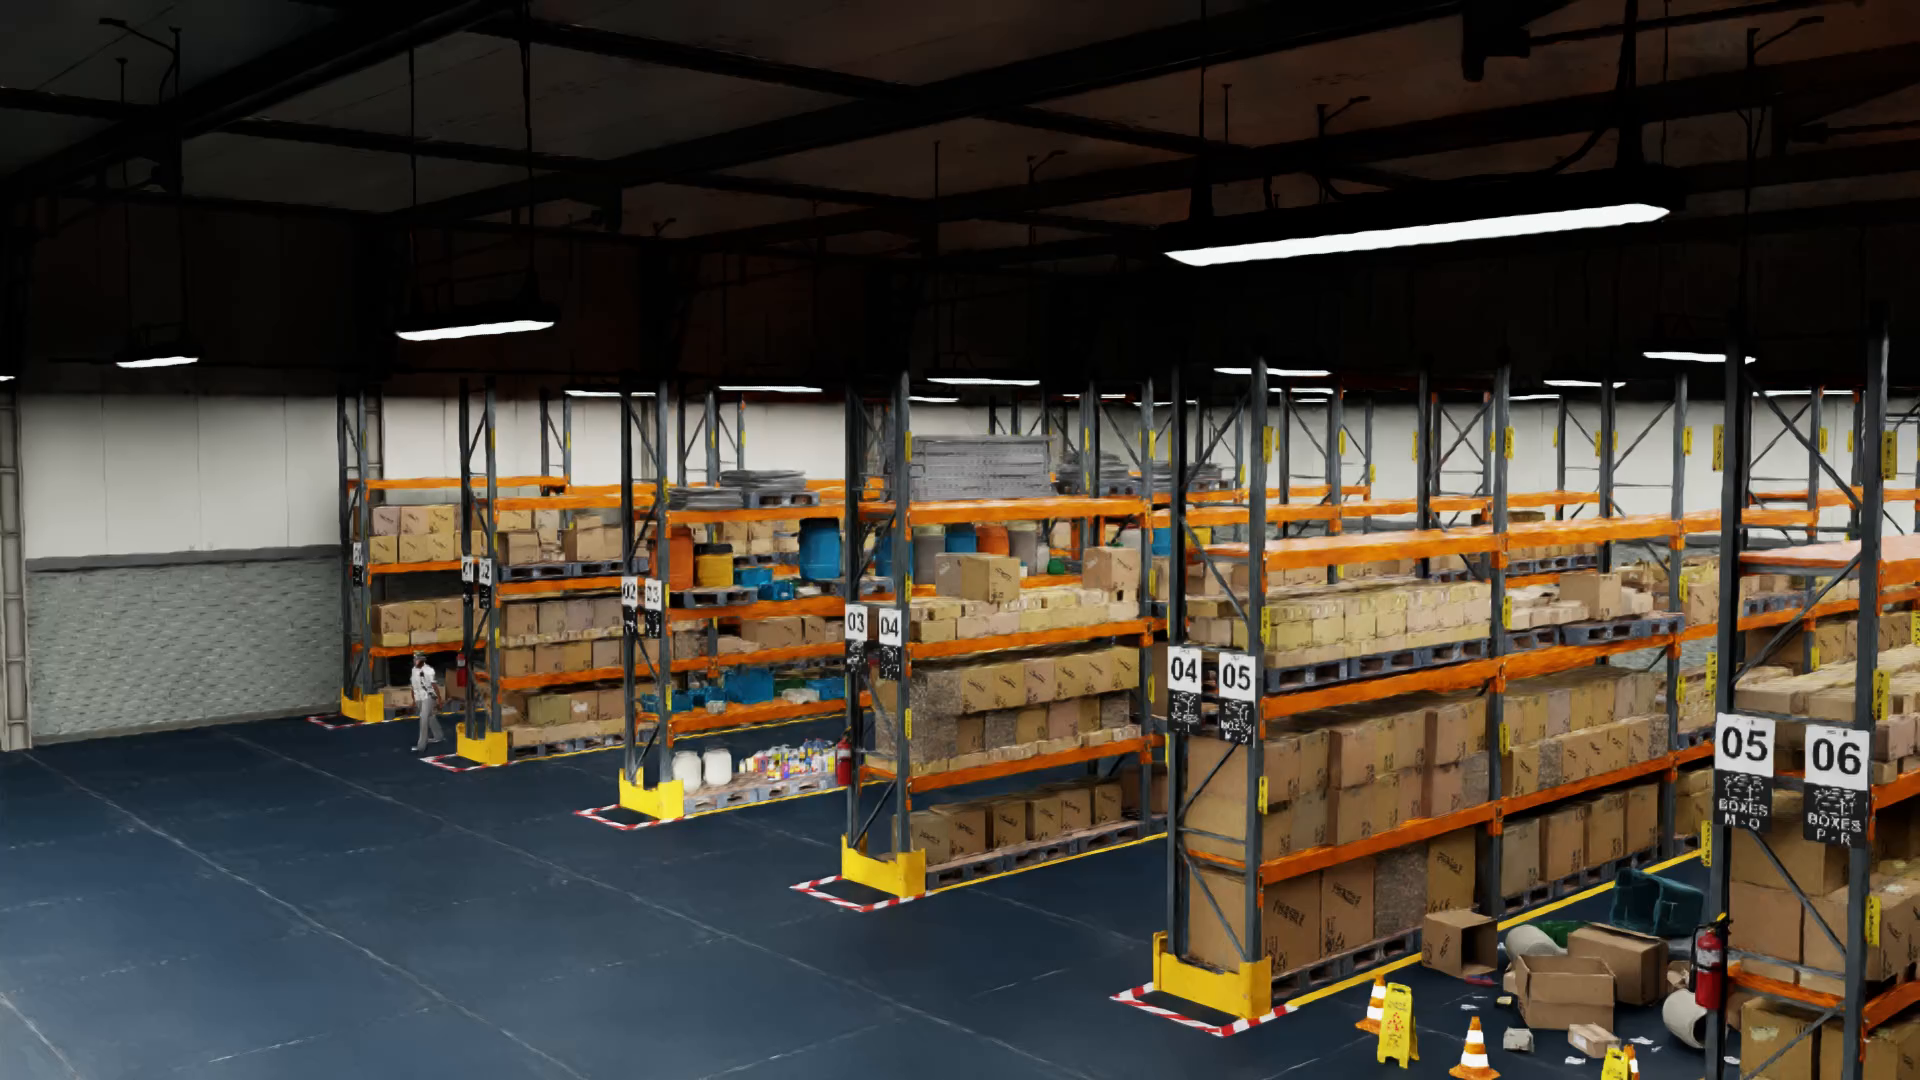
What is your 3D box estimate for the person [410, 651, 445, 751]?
[{"bbox_3d":[-8.700,2.583,27.039,0.494,1.617,0.941,2,4,28],"label":"person"}]
